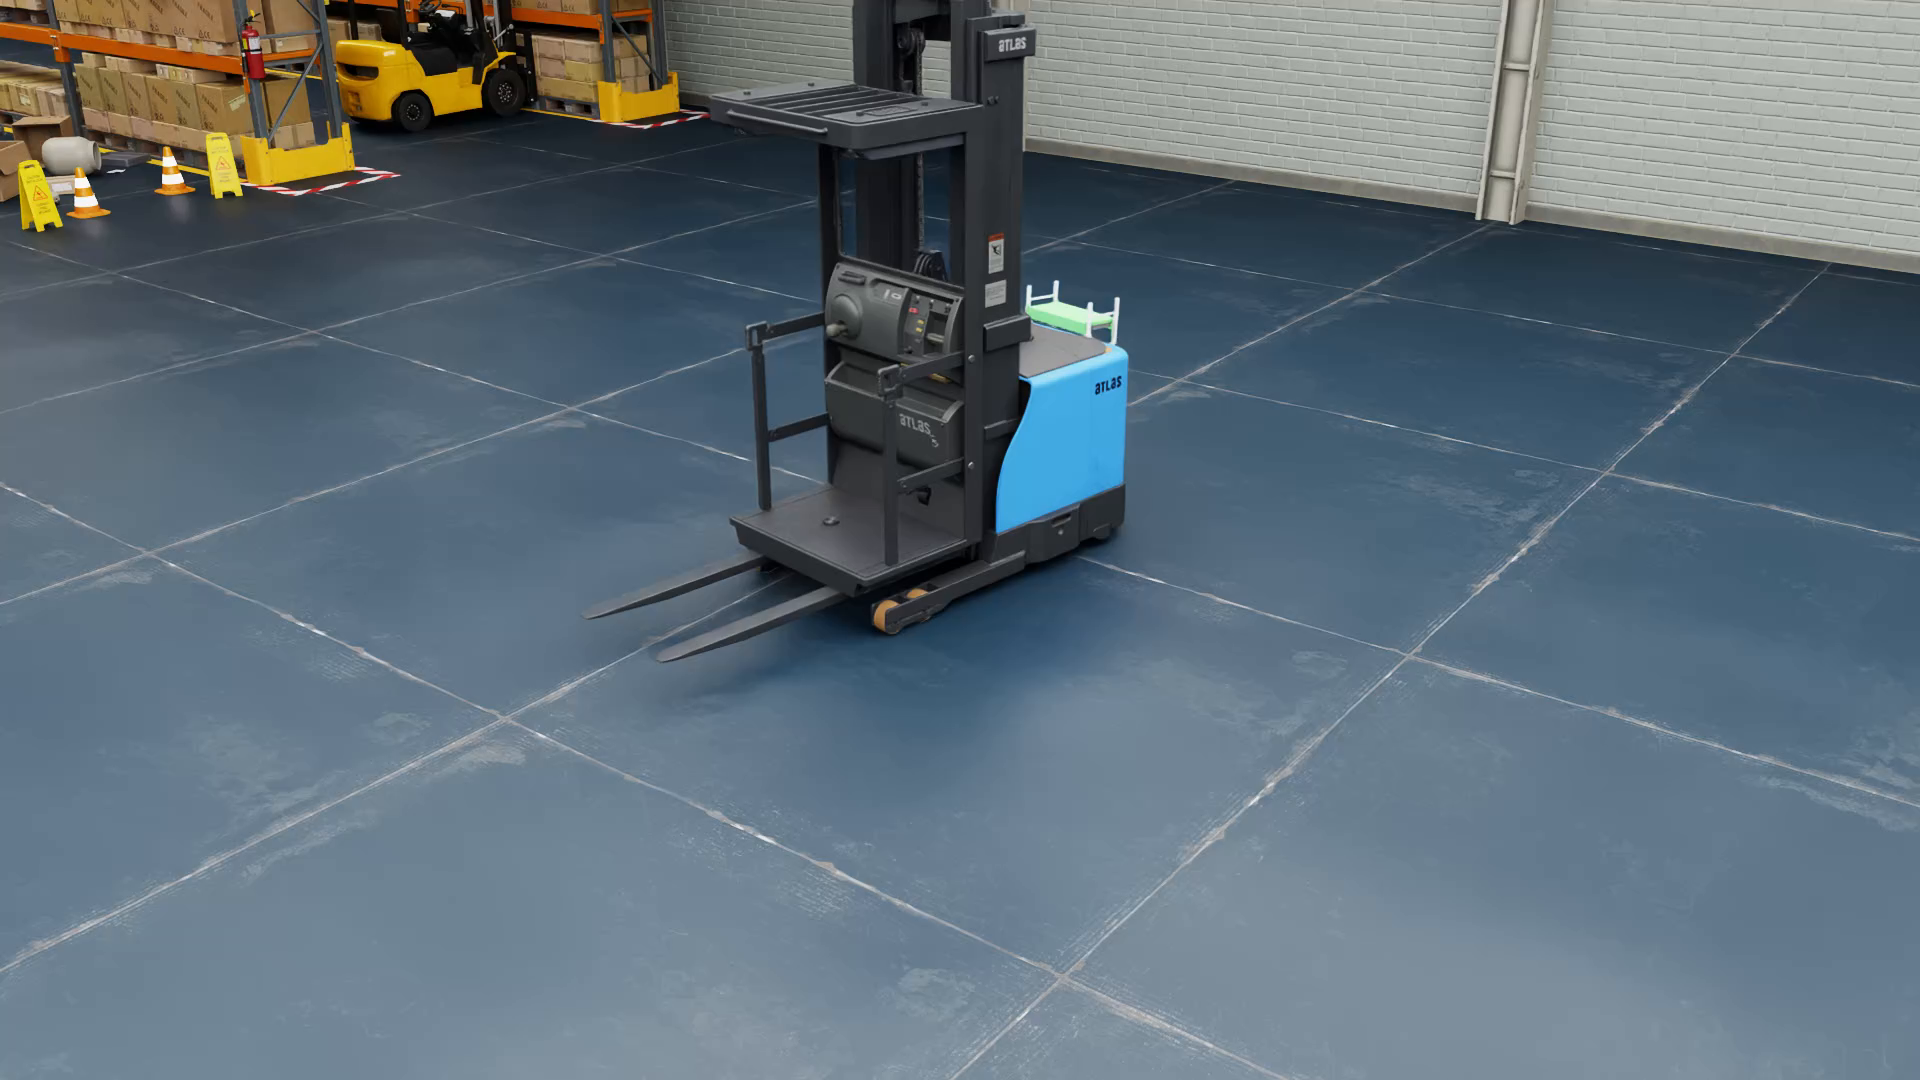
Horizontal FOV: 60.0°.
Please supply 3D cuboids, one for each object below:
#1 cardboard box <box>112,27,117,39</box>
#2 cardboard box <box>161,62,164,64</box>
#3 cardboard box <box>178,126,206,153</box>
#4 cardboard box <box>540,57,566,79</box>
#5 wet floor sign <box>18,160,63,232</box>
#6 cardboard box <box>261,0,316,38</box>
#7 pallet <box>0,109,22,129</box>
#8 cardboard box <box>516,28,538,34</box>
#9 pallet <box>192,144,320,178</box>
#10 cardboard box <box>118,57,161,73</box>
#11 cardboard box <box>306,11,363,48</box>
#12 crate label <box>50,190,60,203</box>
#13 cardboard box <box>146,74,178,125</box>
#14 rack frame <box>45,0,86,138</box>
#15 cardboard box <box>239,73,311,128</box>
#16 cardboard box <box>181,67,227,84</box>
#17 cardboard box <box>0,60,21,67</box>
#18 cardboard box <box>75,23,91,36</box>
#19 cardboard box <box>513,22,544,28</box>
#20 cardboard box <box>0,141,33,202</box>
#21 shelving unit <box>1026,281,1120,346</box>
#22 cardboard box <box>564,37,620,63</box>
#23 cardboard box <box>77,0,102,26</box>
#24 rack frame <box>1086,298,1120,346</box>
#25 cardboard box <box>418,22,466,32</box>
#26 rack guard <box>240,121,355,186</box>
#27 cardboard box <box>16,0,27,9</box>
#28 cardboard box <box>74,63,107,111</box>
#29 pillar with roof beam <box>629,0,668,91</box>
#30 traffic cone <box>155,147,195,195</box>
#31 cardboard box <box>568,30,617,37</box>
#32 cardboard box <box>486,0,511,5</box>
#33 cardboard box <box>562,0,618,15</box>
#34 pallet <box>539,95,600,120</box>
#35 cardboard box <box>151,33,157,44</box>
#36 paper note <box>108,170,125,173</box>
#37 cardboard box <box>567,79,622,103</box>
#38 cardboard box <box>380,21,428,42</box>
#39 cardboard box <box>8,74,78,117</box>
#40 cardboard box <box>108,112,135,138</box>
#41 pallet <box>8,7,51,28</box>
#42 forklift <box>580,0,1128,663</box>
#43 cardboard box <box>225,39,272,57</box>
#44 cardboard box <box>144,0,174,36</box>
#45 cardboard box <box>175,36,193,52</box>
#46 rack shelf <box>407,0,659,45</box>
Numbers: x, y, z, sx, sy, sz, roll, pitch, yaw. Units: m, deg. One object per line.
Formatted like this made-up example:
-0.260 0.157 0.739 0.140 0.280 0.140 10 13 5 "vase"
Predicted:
-9.483 -5.837 19.089 0.250 0.149 0.380 17 29 33 "cardboard box"
-9.373 -5.454 19.868 0.500 0.500 0.500 17 29 34 "cardboard box"
-8.433 -4.559 18.766 0.500 0.250 0.500 17 29 33 "cardboard box"
-5.213 -6.295 22.087 0.500 0.250 0.500 16 29 33 "cardboard box"
-8.892 -3.322 15.988 0.232 0.644 0.267 12 26 24 "wet floor sign"
-7.427 -5.775 18.143 0.500 0.500 0.500 16 29 33 "cardboard box"
-12.020 -5.562 21.613 1.213 0.211 1.003 17 29 33 "pallet"
-6.019 -6.759 22.518 0.500 0.250 0.500 16 28 32 "cardboard box"
-7.904 -4.339 18.836 1.213 0.211 1.003 17 29 33 "pallet"
-9.412 -5.463 19.082 0.250 0.149 0.380 19 30 36 "cardboard box"
-9.624 -7.720 25.476 0.625 0.625 0.875 18 29 35 "cardboard box"
-9.392 -3.496 17.015 0.298 0.136 0.250 3 24 6 "crate label"
-8.831 -5.025 18.893 0.500 0.500 0.500 16 28 32 "cardboard box"
-10.415 -6.356 19.955 0.127 3.000 1.000 17 29 33 "rack frame"
-7.714 -4.956 18.736 0.500 0.500 0.500 16 28 32 "cardboard box"
-8.346 -5.139 18.349 0.250 0.149 0.380 18 29 35 "cardboard box"
-13.170 -6.173 22.278 0.625 0.372 0.950 15 28 30 "cardboard box"
-10.123 -6.017 19.497 0.250 0.149 0.380 18 29 35 "cardboard box"
-6.121 -7.049 23.177 0.500 0.250 0.500 17 29 34 "cardboard box"
-10.139 -3.854 17.373 0.637 0.503 0.797 -1 24 -3 "cardboard box"
0.615 -0.856 9.686 0.258 1.200 0.503 -16 28 -39 "shelving unit"
-4.796 -6.393 21.689 0.500 0.250 0.500 18 29 35 "cardboard box"
-9.815 -6.228 19.171 0.500 0.500 0.500 17 29 33 "cardboard box"
0.777 -0.783 9.519 0.240 1.200 0.015 -16 28 -39 "rack frame"
-7.243 -7.131 23.365 0.500 0.250 0.500 16 29 33 "cardboard box"
-7.276 -4.263 18.306 0.348 0.500 1.175 17 29 33 "rack guard"
-11.193 -6.538 20.159 0.250 0.149 0.380 16 28 32 "cardboard box"
-10.105 -5.403 19.752 0.500 0.500 0.500 18 30 36 "cardboard box"
-6.839 -8.807 18.077 0.400 9.000 9.100 17 29 33 "pillar with roof beam"
-8.332 -3.915 17.563 0.334 0.463 0.336 17 29 33 "traffic cone"
-4.914 -6.679 22.339 0.500 0.250 0.500 17 29 33 "cardboard box"
-6.021 -7.441 22.295 0.500 0.500 0.500 17 29 34 "cardboard box"
-4.792 -7.071 21.454 0.500 0.500 0.500 16 28 32 "cardboard box"
-4.878 -5.886 22.348 1.213 0.211 1.003 17 29 33 "pallet"
-8.854 -5.671 18.712 0.250 0.149 0.380 17 29 33 "cardboard box"
-9.424 -4.126 18.576 0.148 0.019 0.142 7 25 15 "paper note"
-4.806 -5.937 21.893 0.500 0.250 0.500 17 29 34 "cardboard box"
-7.866 -7.186 24.264 0.625 0.625 0.875 18 30 36 "cardboard box"
-11.414 -5.644 21.078 0.625 0.372 0.950 19 30 36 "cardboard box"
-9.671 -4.935 19.619 0.500 0.250 0.500 19 30 36 "cardboard box"
-10.940 -6.500 20.520 1.213 0.211 1.003 17 29 33 "pallet"
-0.488 -1.111 8.136 3.031 2.935 1.130 -21 32 -40 "forklift"
-7.642 -5.295 17.859 0.250 0.149 0.380 18 29 35 "cardboard box"
-8.610 -5.858 18.331 0.500 0.500 0.500 17 29 33 "cardboard box"
-8.328 -5.442 18.192 0.250 0.149 0.380 17 29 34 "cardboard box"
-5.841 -7.145 22.639 4.000 0.370 1.077 17 29 33 "rack shelf"
